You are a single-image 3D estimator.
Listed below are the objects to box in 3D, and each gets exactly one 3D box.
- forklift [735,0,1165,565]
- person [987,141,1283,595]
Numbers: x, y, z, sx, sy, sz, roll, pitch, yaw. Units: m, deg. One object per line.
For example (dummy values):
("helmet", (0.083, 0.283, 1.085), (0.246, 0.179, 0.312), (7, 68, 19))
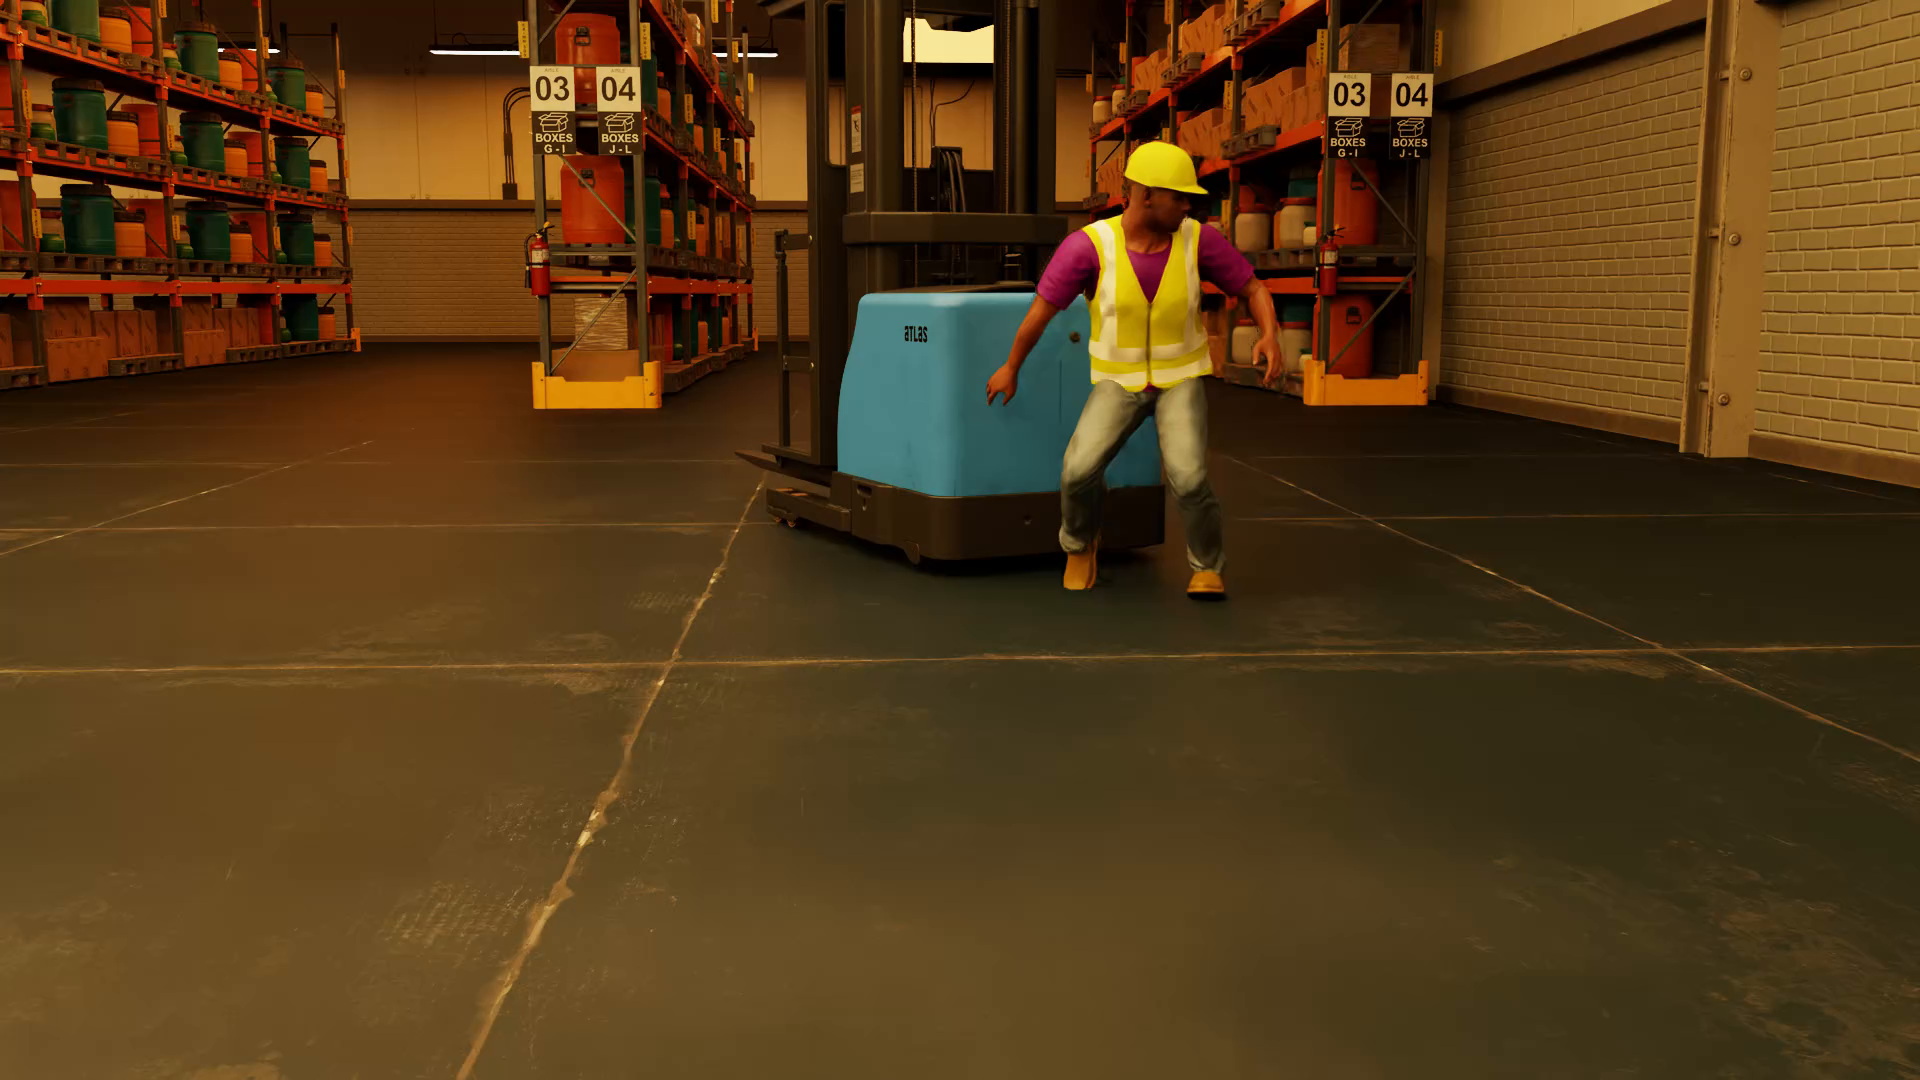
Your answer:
("forklift", (-0.264, -1.530, 7.637), (1.130, 2.935, 3.031), (-4, 9, -25))
("person", (0.598, -0.553, 5.864), (1.042, 1.641, 0.507), (1, 9, 7))
